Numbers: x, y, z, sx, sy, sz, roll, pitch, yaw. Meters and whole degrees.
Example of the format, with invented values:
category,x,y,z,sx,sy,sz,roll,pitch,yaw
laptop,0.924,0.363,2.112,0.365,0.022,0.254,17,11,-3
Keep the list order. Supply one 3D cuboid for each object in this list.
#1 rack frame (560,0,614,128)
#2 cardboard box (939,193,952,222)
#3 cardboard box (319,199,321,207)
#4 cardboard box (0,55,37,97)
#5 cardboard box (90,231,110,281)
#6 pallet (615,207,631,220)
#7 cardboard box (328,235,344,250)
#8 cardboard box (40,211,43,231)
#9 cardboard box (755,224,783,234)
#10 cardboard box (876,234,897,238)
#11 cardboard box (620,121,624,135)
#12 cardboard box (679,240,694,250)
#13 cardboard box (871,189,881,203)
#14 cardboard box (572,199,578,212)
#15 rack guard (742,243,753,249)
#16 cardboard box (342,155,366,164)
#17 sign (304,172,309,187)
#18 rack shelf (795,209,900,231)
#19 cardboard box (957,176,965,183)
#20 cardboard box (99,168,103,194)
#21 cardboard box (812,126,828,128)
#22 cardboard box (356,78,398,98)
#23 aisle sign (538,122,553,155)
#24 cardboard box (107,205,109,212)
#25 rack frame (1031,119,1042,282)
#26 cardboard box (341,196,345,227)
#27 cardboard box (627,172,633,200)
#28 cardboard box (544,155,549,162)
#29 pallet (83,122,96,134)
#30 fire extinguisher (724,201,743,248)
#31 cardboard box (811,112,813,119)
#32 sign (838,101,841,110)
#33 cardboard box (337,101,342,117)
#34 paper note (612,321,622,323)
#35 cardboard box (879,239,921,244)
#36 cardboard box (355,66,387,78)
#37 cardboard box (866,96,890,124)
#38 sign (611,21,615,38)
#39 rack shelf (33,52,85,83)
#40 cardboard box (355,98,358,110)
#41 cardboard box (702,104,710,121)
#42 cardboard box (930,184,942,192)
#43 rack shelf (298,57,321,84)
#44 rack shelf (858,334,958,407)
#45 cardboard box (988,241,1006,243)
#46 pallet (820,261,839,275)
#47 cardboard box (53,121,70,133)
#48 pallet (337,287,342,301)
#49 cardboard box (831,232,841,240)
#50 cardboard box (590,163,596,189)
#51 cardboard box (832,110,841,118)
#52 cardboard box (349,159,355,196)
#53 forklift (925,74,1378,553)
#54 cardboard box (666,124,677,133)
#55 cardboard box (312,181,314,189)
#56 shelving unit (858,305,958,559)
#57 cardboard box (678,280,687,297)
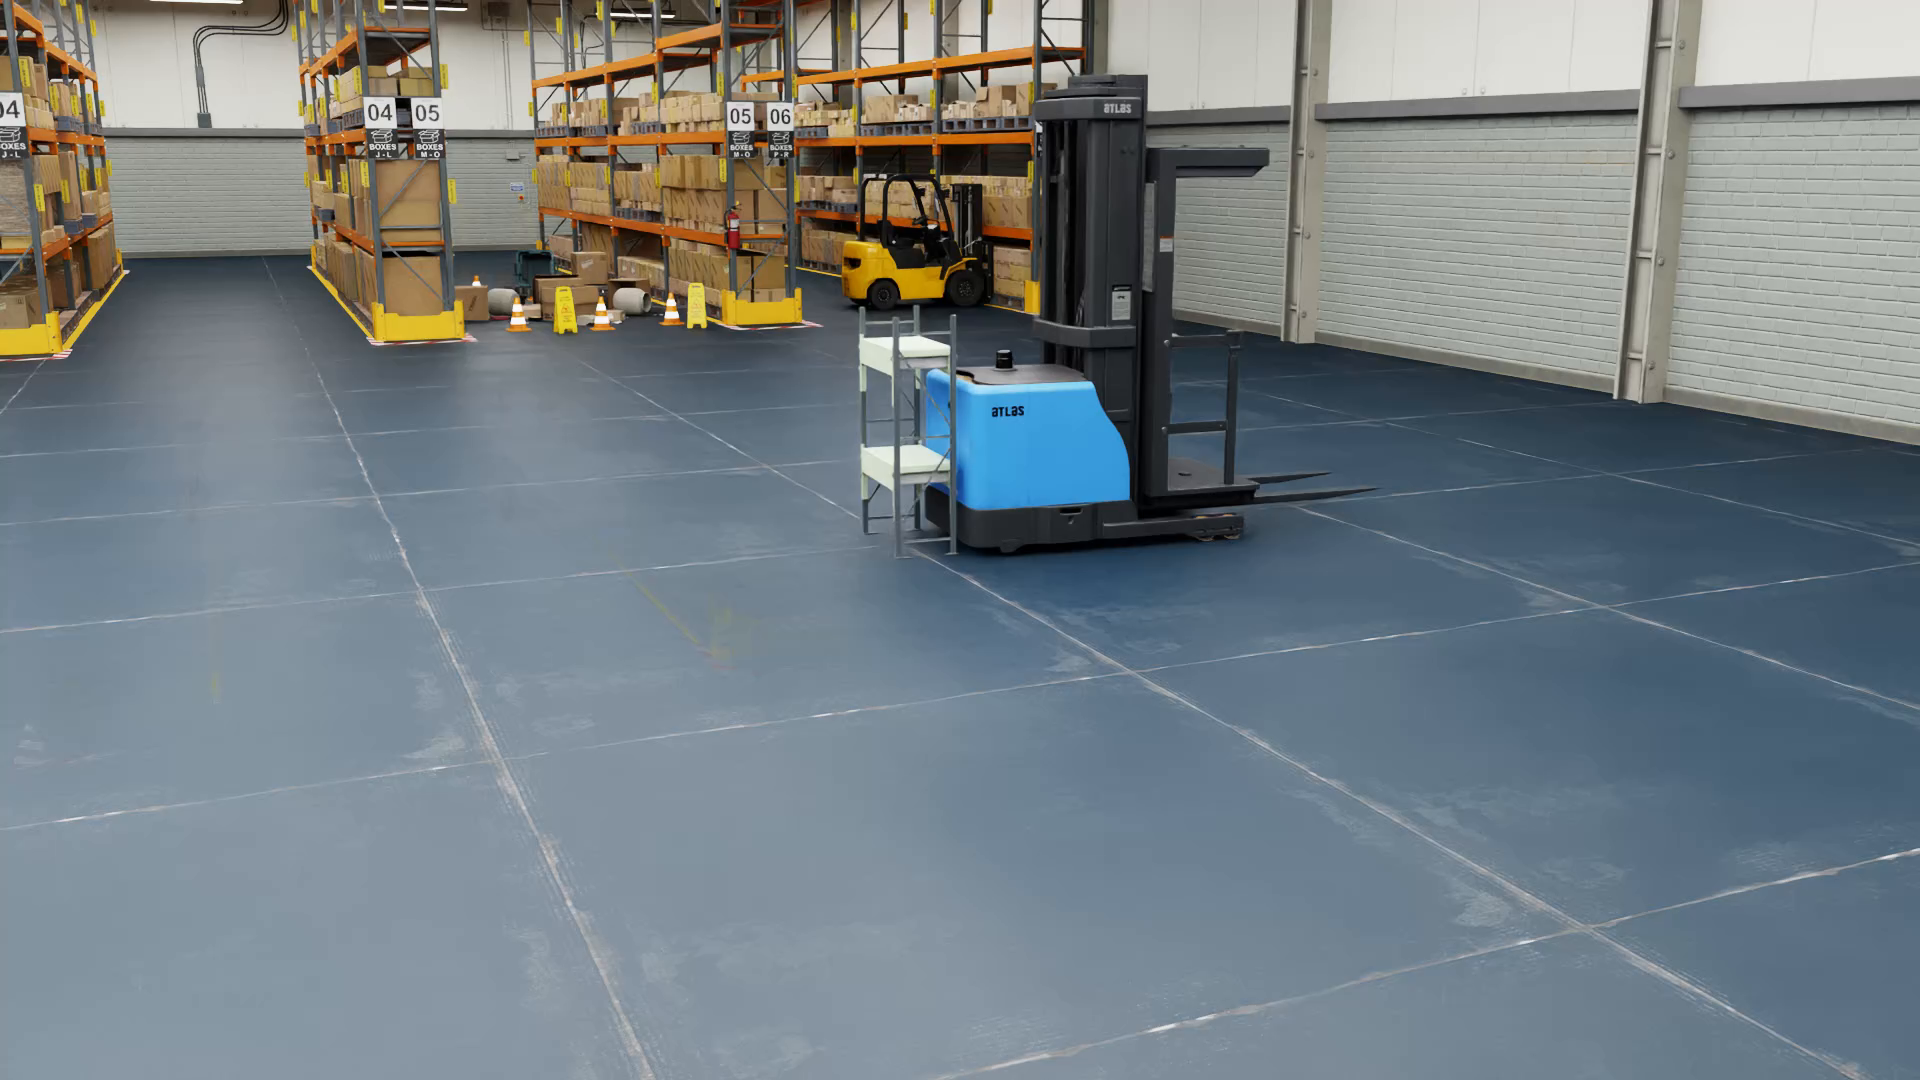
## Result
category,x,y,z,sx,sy,sz,roll,pitch,yaw
rack frame,-7.737,-10.106,34.579,1.000,3.000,0.127,-6,14,-23
cardboard box,-0.048,-5.913,29.546,0.500,0.500,0.500,-6,14,-25
cardboard box,-11.656,-6.244,30.820,0.380,0.149,0.250,-6,14,-25
cardboard box,-12.358,-6.039,21.668,0.500,0.500,0.500,-6,14,-23
cardboard box,-16.184,-5.143,30.220,1.225,0.875,0.875,-6,14,-25
pallet,-5.752,-6.126,31.112,1.213,0.211,1.003,-6,14,-23
cardboard box,-11.762,-5.676,31.690,0.500,0.250,0.500,-5,14,-21
cardboard box,-12.677,-4.319,21.996,0.875,0.500,0.500,-6,14,-23
cardboard box,-2.877,-4.671,24.956,0.380,0.149,0.250,-6,14,-23
cardboard box,-1.512,-6.245,34.374,0.380,0.149,0.250,-5,14,-20
cardboard box,-6.062,-7.620,30.787,0.396,0.266,0.258,-6,14,-23
cardboard box,-4.341,-4.794,26.994,0.380,0.149,0.250,-5,14,-21
cardboard box,-1.435,-6.760,32.647,0.500,0.250,0.500,-5,14,-21
cardboard box,-7.803,-6.996,34.777,0.500,0.250,0.500,-6,14,-24
rack guard,-4.763,-7.226,40.981,1.175,0.500,0.348,-6,14,-23
cardboard box,-12.190,-7.512,33.574,0.500,0.500,0.500,-5,14,-22
sign,-14.332,-7.915,36.495,0.100,0.325,0.005,-6,14,-23
rack shelf,-2.389,-6.869,35.492,1.077,0.370,4.000,-6,14,-23
cardboard box,0.177,-6.237,28.844,0.380,0.149,0.250,-5,14,-22
cardboard box,-17.178,-7.057,32.720,0.500,0.500,0.500,-6,14,-25
cardboard box,-3.133,-9.296,37.404,0.500,0.250,0.500,-6,14,-24
cardboard box,-7.877,-6.099,22.436,0.500,0.250,0.500,-5,14,-22
aisle sign,-9.634,-9.265,38.484,0.394,0.787,0.004,-6,14,-23
cardboard box,-17.565,-6.738,33.887,0.380,0.149,0.250,-6,14,-24
rack frame,1.616,-5.153,26.484,1.000,3.000,0.127,-6,14,-23
cardboard box,-9.887,-5.404,27.345,0.500,0.500,0.500,-5,14,-22
cardboard box,-5.733,-6.425,30.167,0.500,0.500,0.500,-5,14,-22
cardboard box,-9.160,-8.599,37.494,0.380,0.149,0.250,-6,14,-25
pallet,-17.136,-7.877,31.794,1.003,0.211,1.213,-6,14,-23
fire extinguisher,-3.307,-4.601,24.270,0.296,0.674,0.183,-6,14,-23
cardboard box,-2.955,-9.065,35.478,0.380,0.149,0.250,-5,14,-22
sign,-2.684,-9.589,36.975,0.100,0.325,0.005,-6,14,-23
cardboard box,-9.724,-6.940,26.729,0.500,0.250,0.500,-6,14,-23
paper note,-5.133,-3.273,24.946,0.148,0.019,0.142,-12,18,-42
cardboard box,-1.082,-5.590,32.704,0.875,0.625,0.625,-5,14,-21
cardboard box,-7.871,-6.256,22.232,0.380,0.149,0.250,-5,14,-22
cardboard box,-1.521,-8.398,32.476,0.500,0.500,0.500,-5,14,-22
sign,-7.245,-10.651,34.687,0.100,0.325,0.005,-6,14,-23
rack shelf,-16.016,-8.253,29.053,1.077,0.370,4.000,-6,14,-23
cardboard box,-8.073,-5.972,22.772,0.380,0.149,0.250,-5,14,-22
cardboard box,-3.570,-6.424,24.995,0.500,0.250,0.500,-6,14,-24
cardboard box,-0.326,-6.395,30.189,0.380,0.149,0.250,-5,14,-21
rack shelf,-13.033,-9.699,34.424,1.077,0.370,4.000,-6,14,-23
rack shelf,-0.336,-1.085,10.498,0.431,0.370,0.720,-5,14,-19
cardboard box,0.605,-5.144,29.395,0.500,0.250,0.500,-6,14,-24
pallet,-2.338,-5.857,35.709,1.003,0.211,1.213,-6,14,-23
cardboard box,-14.390,-6.569,26.281,0.500,0.250,0.500,-5,14,-21
pallet,-10.383,-4.361,29.244,1.003,0.211,1.213,-6,14,-23
cardboard box,-2.524,-6.465,35.324,0.380,0.149,0.250,-6,14,-26
cardboard box,-6.988,-7.185,32.821,0.500,0.500,0.500,-6,14,-23
cardboard box,-2.414,-8.794,34.351,0.380,0.149,0.250,-6,14,-24
cardboard box,-8.911,-5.583,25.611,0.875,0.550,0.550,-6,14,-23
forklift,1.338,-1.525,10.960,3.031,2.935,1.130,-5,14,-19
cardboard box,-4.581,-6.724,27.174,0.380,0.149,0.250,-6,14,-23
cardboard box,-12.496,-6.965,32.616,0.380,0.149,0.250,-5,14,-20
shelving unit,-0.336,-0.704,10.587,0.431,1.500,0.755,-5,14,-19
cardboard box,-4.319,-4.140,27.273,0.500,0.250,0.500,-5,14,-20
